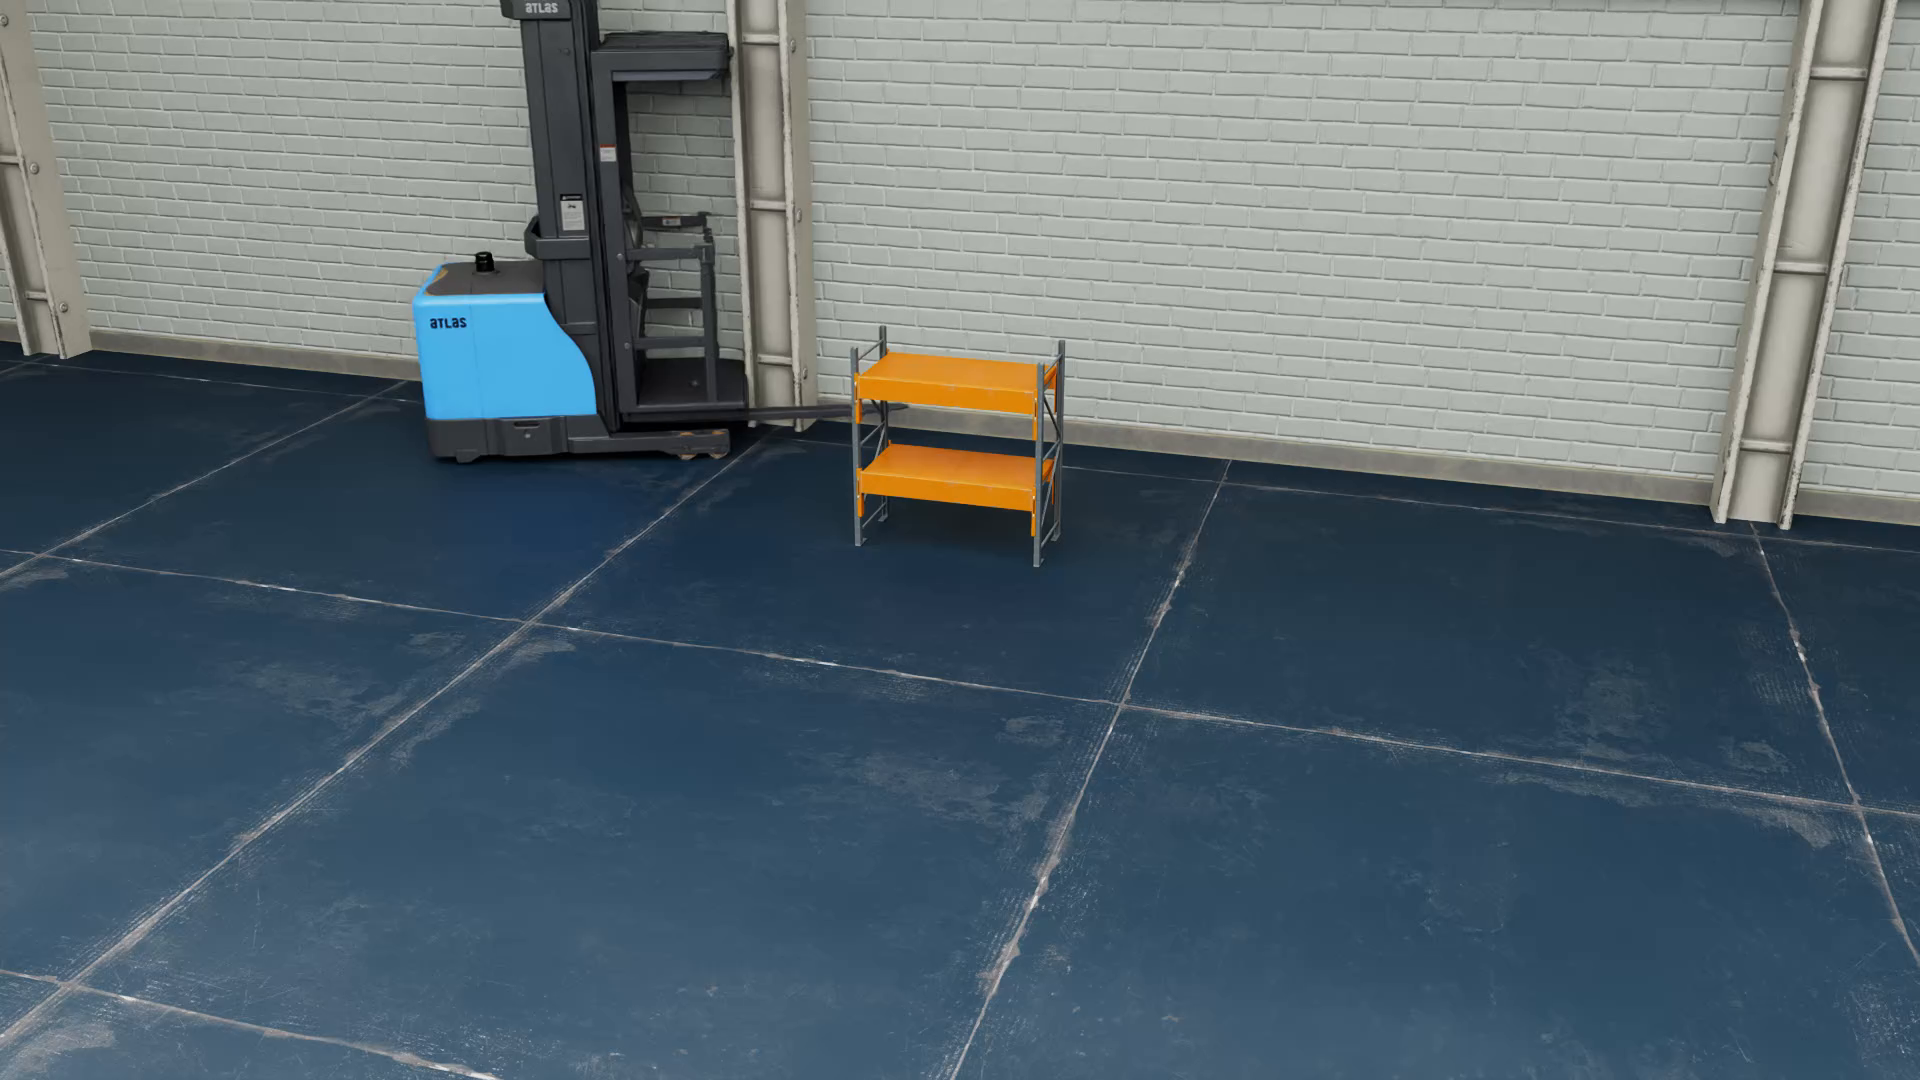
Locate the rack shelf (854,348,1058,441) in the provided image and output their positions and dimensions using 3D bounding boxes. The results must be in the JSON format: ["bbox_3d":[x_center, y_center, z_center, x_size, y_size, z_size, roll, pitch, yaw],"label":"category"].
[{"bbox_3d":[-0.006,-0.792,8.947,1.000,0.278,0.538,7,23,16],"label":"rack shelf"}]

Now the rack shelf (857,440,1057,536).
[{"bbox_3d":[-0.006,-0.295,9.151,1.000,0.278,0.538,7,23,16],"label":"rack shelf"}]

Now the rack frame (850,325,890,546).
[{"bbox_3d":[-0.493,-0.577,9.194,0.032,1.125,0.500,7,23,16],"label":"rack frame"}]

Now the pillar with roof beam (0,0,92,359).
[{"bbox_3d":[-8.177,-4.050,7.287,0.400,9.000,9.100,7,23,16],"label":"pillar with roof beam"}]

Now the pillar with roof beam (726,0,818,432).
[{"bbox_3d":[-2.433,-3.393,5.684,0.400,9.000,9.100,7,23,16],"label":"pillar with roof beam"}]

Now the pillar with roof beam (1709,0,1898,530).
[{"bbox_3d":[3.311,-2.735,4.080,0.400,9.000,9.100,7,23,16],"label":"pillar with roof beam"}]

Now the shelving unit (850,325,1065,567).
[{"bbox_3d":[-0.006,-0.521,9.058,1.048,1.125,0.538,7,23,16],"label":"shelving unit"}]

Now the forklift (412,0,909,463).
[{"bbox_3d":[-1.875,-2.066,10.445,3.031,2.935,1.130,-3,22,-6],"label":"forklift"}]

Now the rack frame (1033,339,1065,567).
[{"bbox_3d":[0.480,-0.465,8.922,0.032,1.125,0.500,7,23,16],"label":"rack frame"}]
